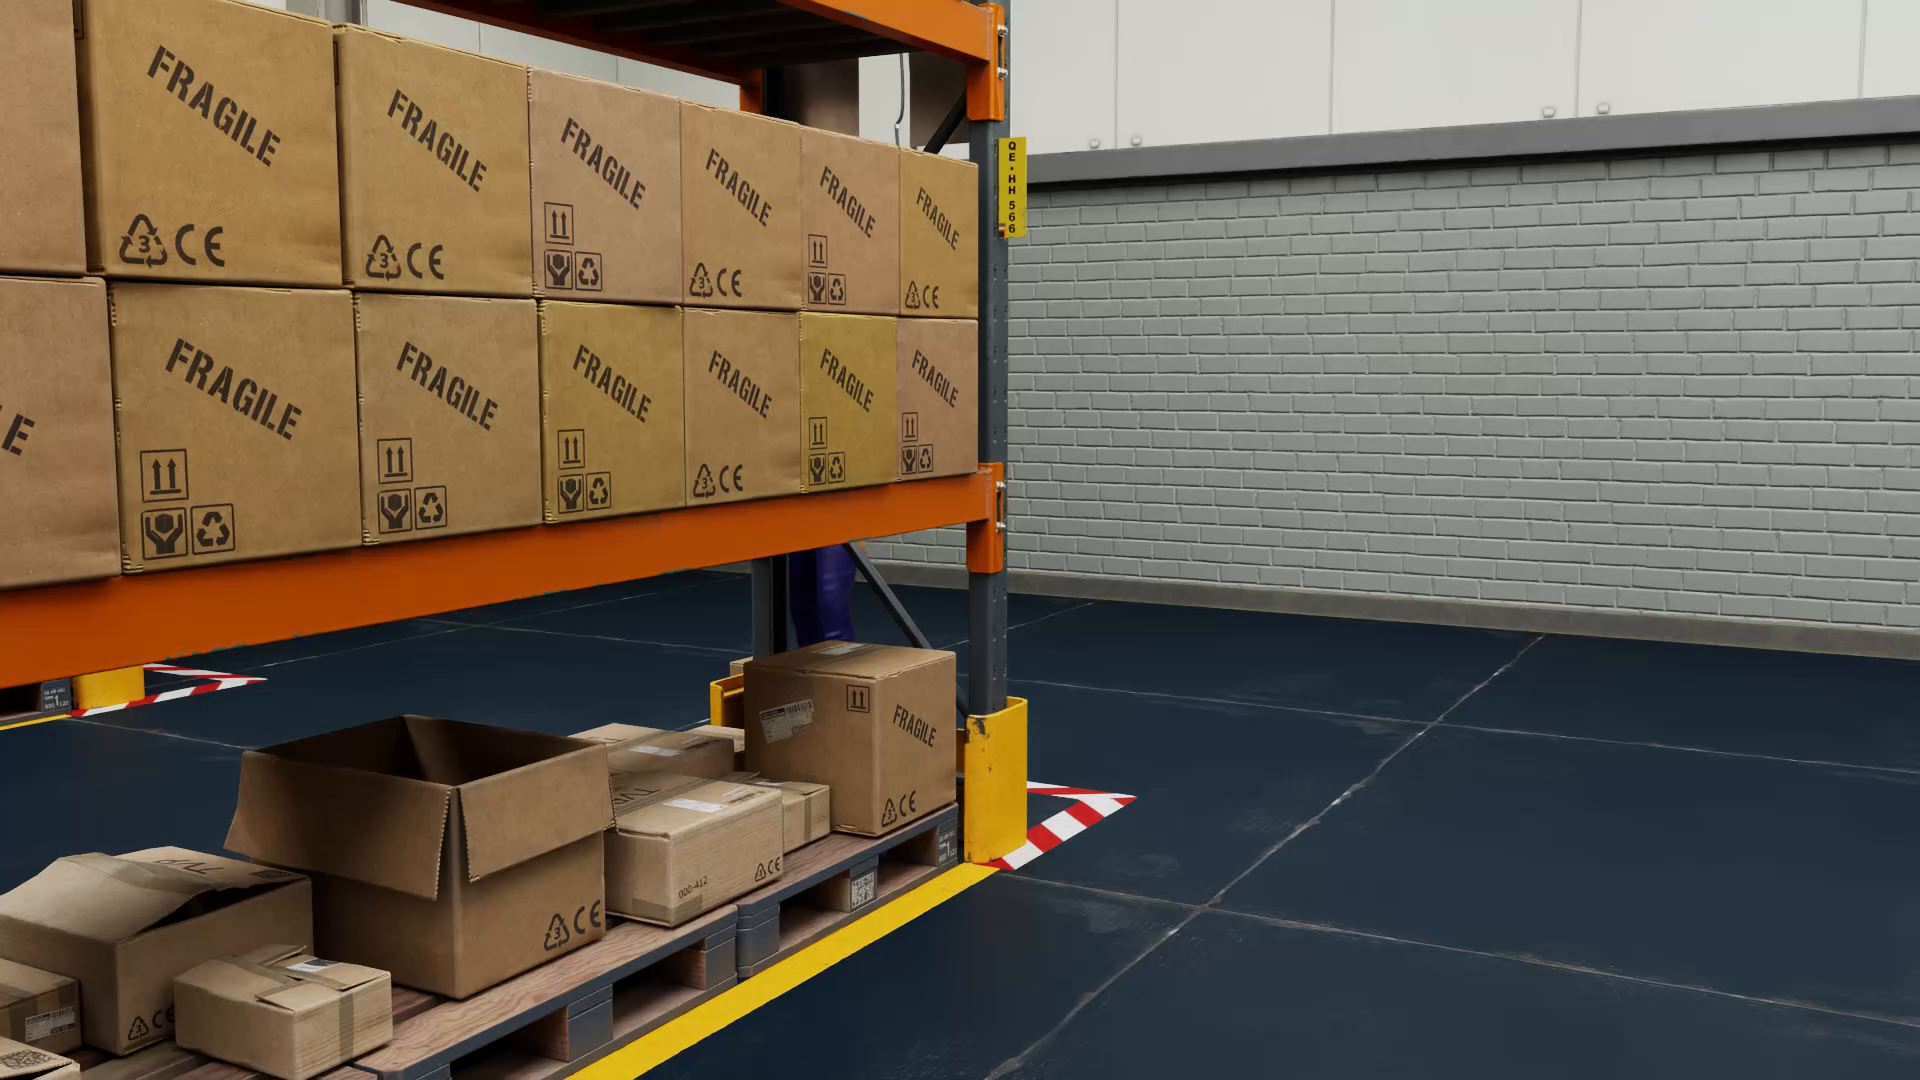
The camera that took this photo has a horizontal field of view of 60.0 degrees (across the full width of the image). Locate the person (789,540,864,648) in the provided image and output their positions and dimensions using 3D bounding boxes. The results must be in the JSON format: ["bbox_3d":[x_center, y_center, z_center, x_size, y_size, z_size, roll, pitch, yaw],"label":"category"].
[{"bbox_3d":[-0.718,-0.019,8.298,0.578,1.669,0.572,3,7,28],"label":"person"}]
